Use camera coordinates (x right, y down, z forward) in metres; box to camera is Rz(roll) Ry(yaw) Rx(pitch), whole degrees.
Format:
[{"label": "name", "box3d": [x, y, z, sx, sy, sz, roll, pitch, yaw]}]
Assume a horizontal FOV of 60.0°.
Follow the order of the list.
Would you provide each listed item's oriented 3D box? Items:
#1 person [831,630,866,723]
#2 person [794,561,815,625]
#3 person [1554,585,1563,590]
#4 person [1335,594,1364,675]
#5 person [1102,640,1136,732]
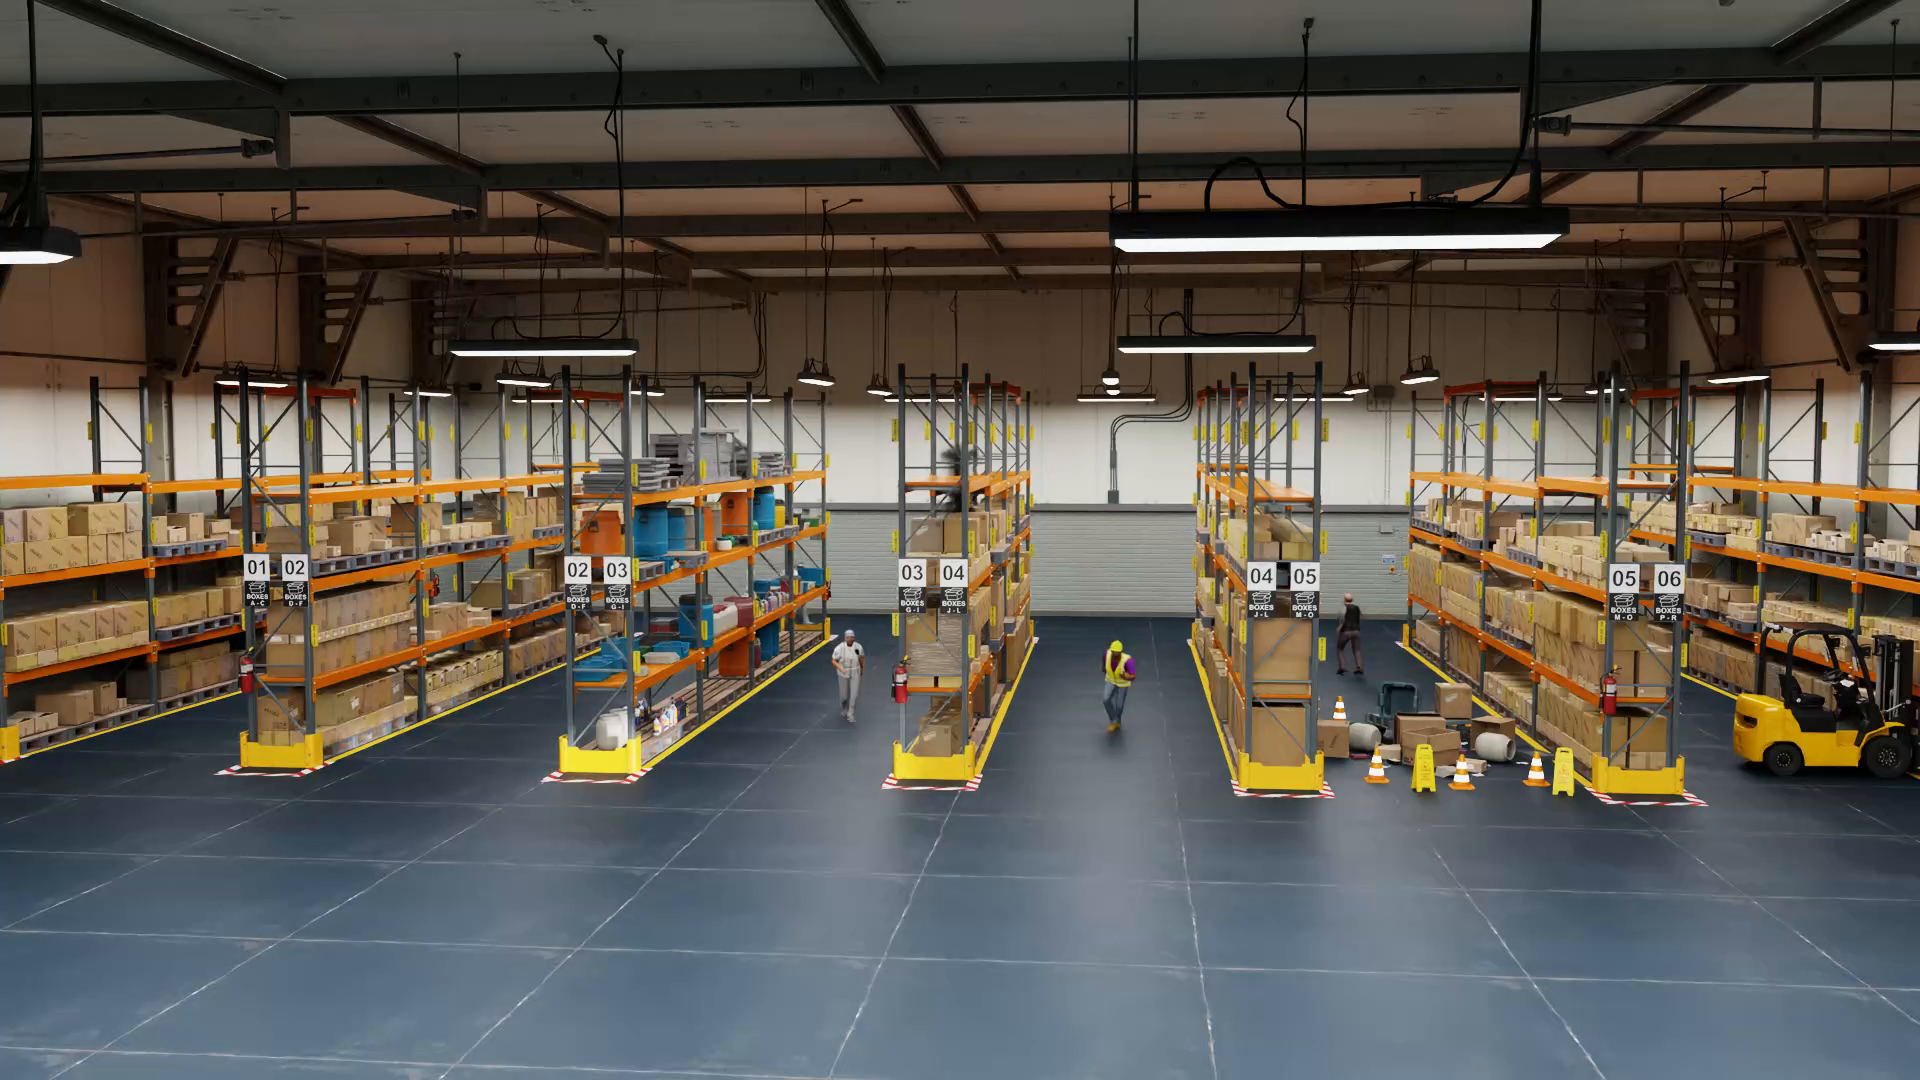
[{"label": "person", "box3d": [-1.940, 2.352, 28.963, 0.604, 1.615, 0.716, -1, 4, -8]}, {"label": "person", "box3d": [-4.195, 1.372, 43.307, 0.858, 1.674, 0.567, 1, 4, 18]}, {"label": "person", "box3d": [13.398, 1.771, 36.803, 0.691, 1.746, 0.921, -2, 4, -27]}, {"label": "person", "box3d": [8.045, 1.966, 34.303, 0.650, 1.695, 0.976, -1, 4, -10]}, {"label": "person", "box3d": [2.649, 2.409, 27.804, 0.669, 1.545, 1.134, 1, 4, 15]}]
